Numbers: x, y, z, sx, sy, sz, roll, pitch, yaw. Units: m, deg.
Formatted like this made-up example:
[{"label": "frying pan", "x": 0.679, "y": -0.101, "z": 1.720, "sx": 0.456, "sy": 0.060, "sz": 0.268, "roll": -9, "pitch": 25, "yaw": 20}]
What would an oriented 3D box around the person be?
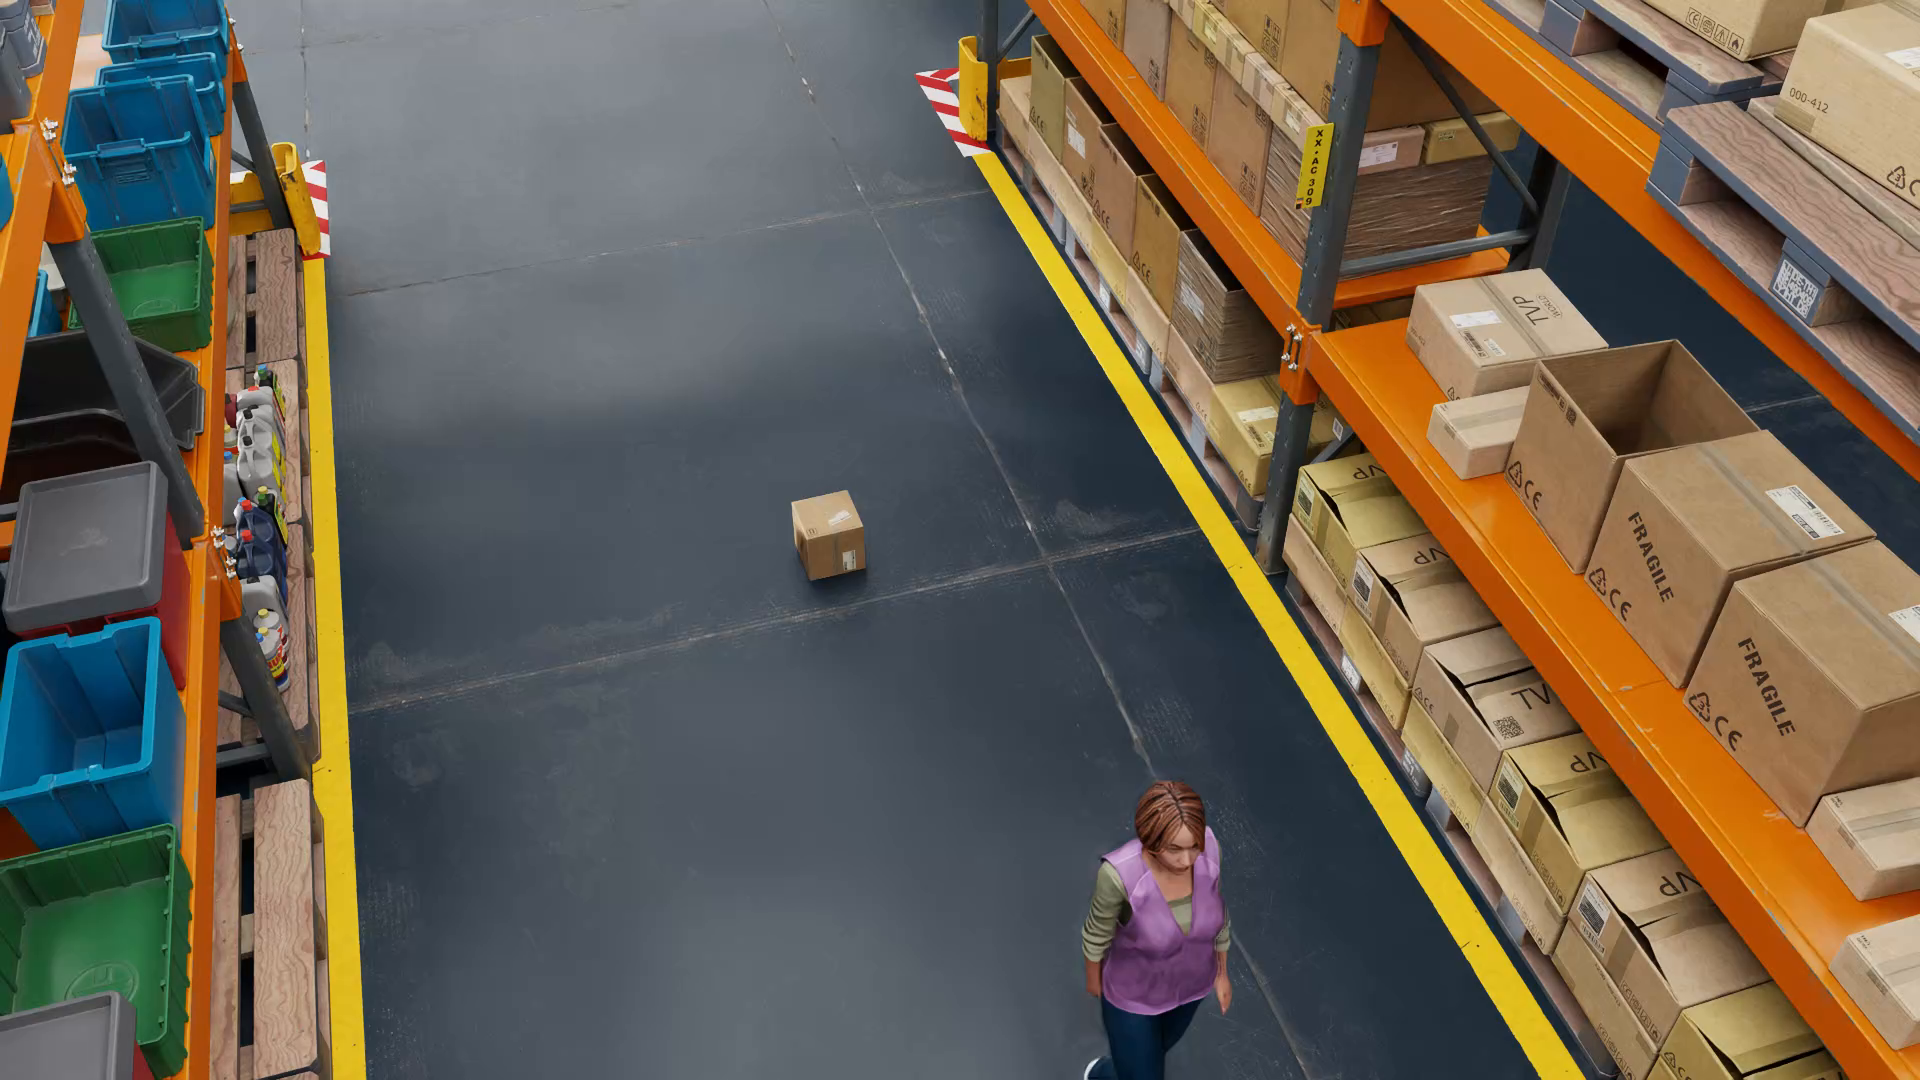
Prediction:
[{"label": "person", "x": 0.580, "y": 1.284, "z": 4.750, "sx": 0.414, "sy": 1.600, "sz": 0.402, "roll": -18, "pitch": 46, "yaw": -19}]
